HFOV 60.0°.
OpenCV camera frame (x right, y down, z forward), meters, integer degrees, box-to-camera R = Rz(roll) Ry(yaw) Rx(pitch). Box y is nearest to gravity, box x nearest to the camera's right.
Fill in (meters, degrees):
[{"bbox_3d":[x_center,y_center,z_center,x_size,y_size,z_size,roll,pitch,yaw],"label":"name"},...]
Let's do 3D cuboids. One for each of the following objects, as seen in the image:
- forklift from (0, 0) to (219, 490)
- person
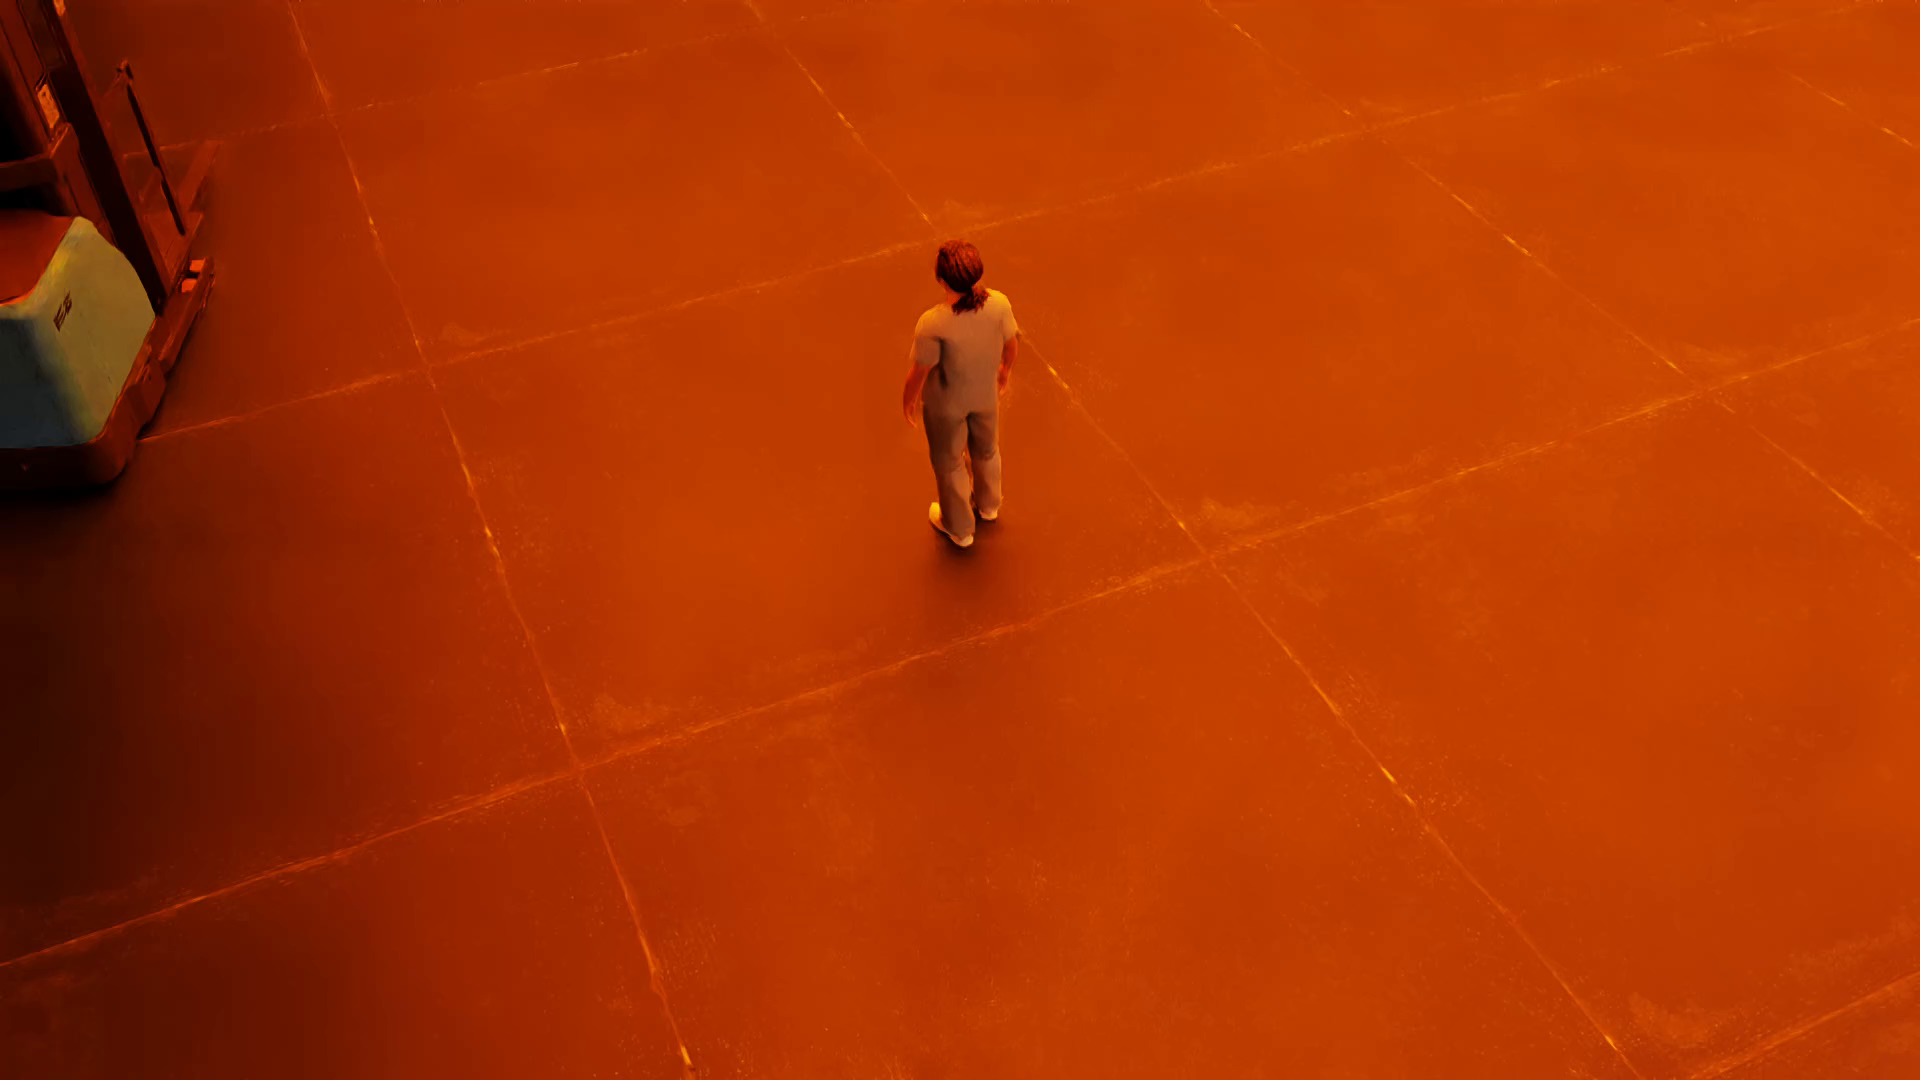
[{"bbox_3d":[-4.717,-2.287,8.131,1.130,2.935,3.031,-3,43,-4],"label":"forklift"},{"bbox_3d":[-0.019,-0.667,7.305,0.550,1.674,0.548,-18,46,-18],"label":"person"}]
